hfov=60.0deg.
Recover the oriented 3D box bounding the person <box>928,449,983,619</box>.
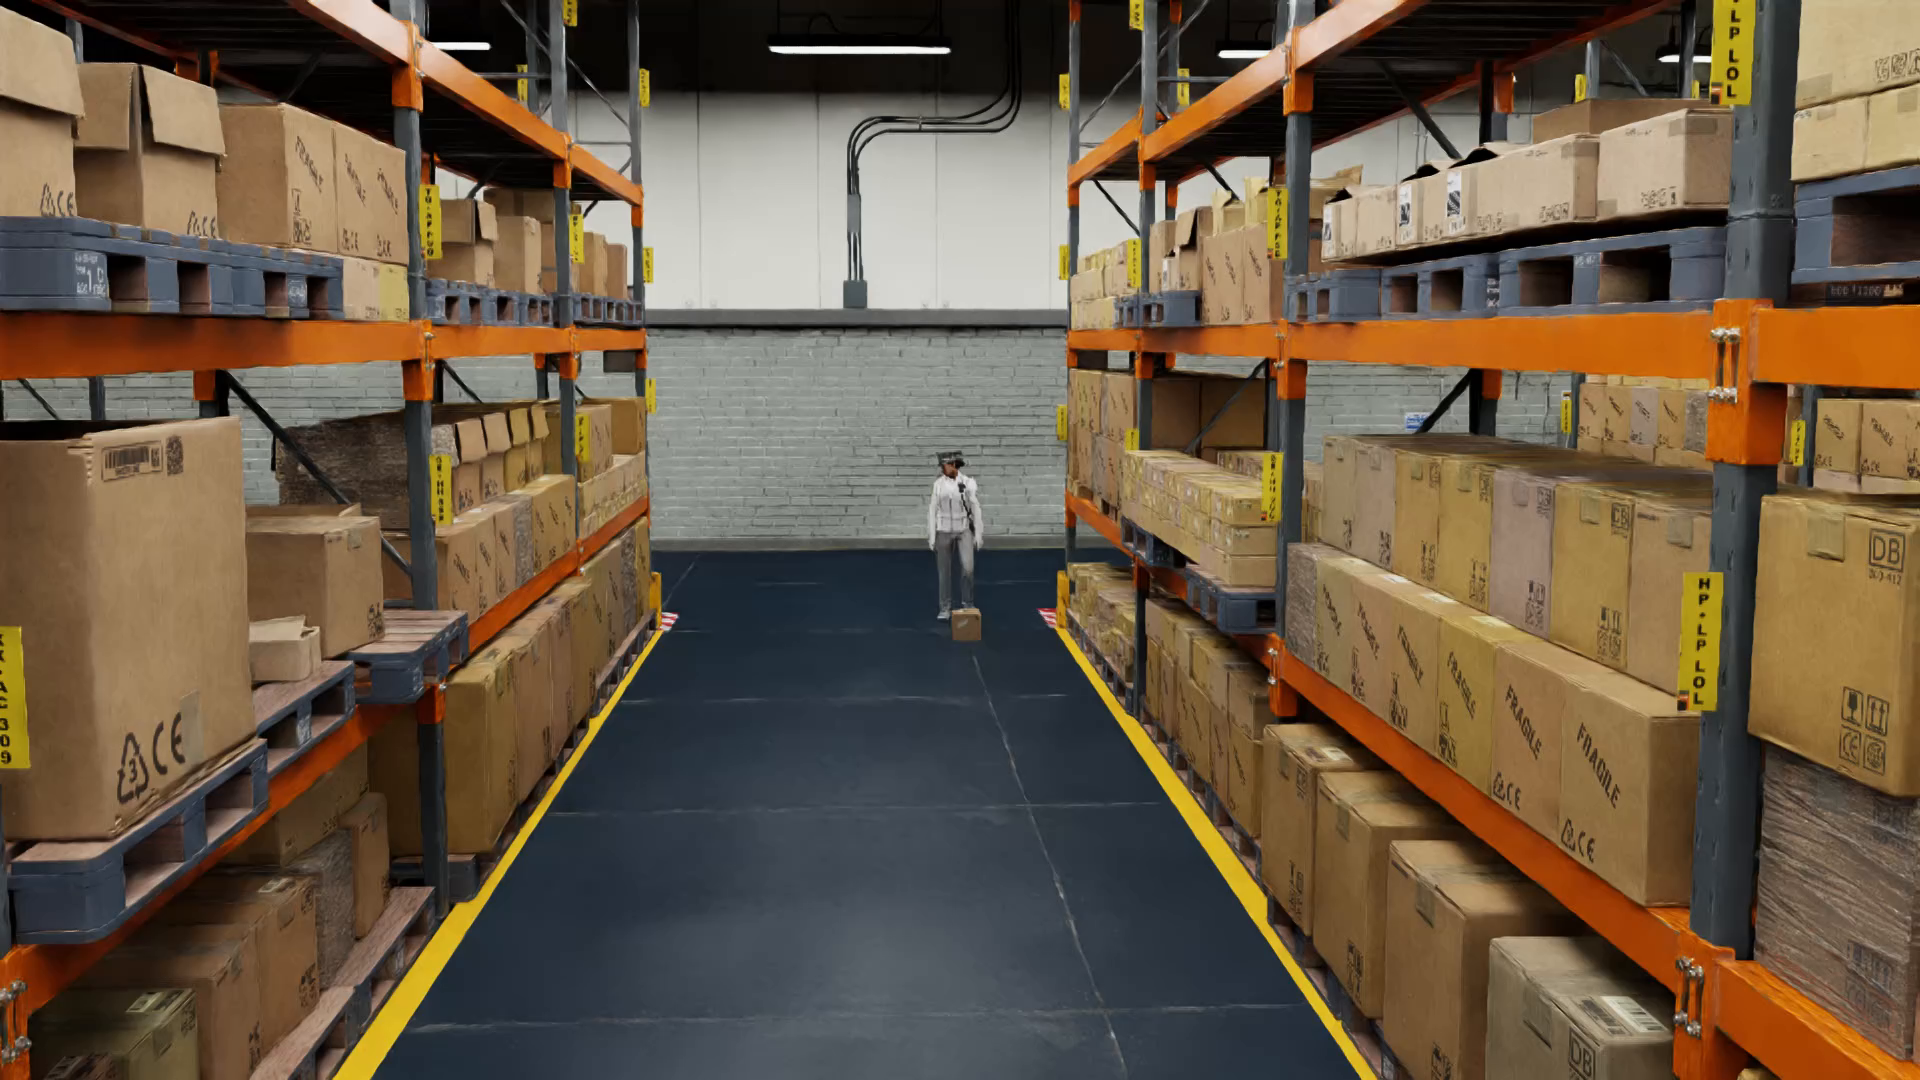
[{"bbox_3d":[-0.052,-0.049,16.039,0.541,1.656,0.440,1,7,8],"label":"person"}]
